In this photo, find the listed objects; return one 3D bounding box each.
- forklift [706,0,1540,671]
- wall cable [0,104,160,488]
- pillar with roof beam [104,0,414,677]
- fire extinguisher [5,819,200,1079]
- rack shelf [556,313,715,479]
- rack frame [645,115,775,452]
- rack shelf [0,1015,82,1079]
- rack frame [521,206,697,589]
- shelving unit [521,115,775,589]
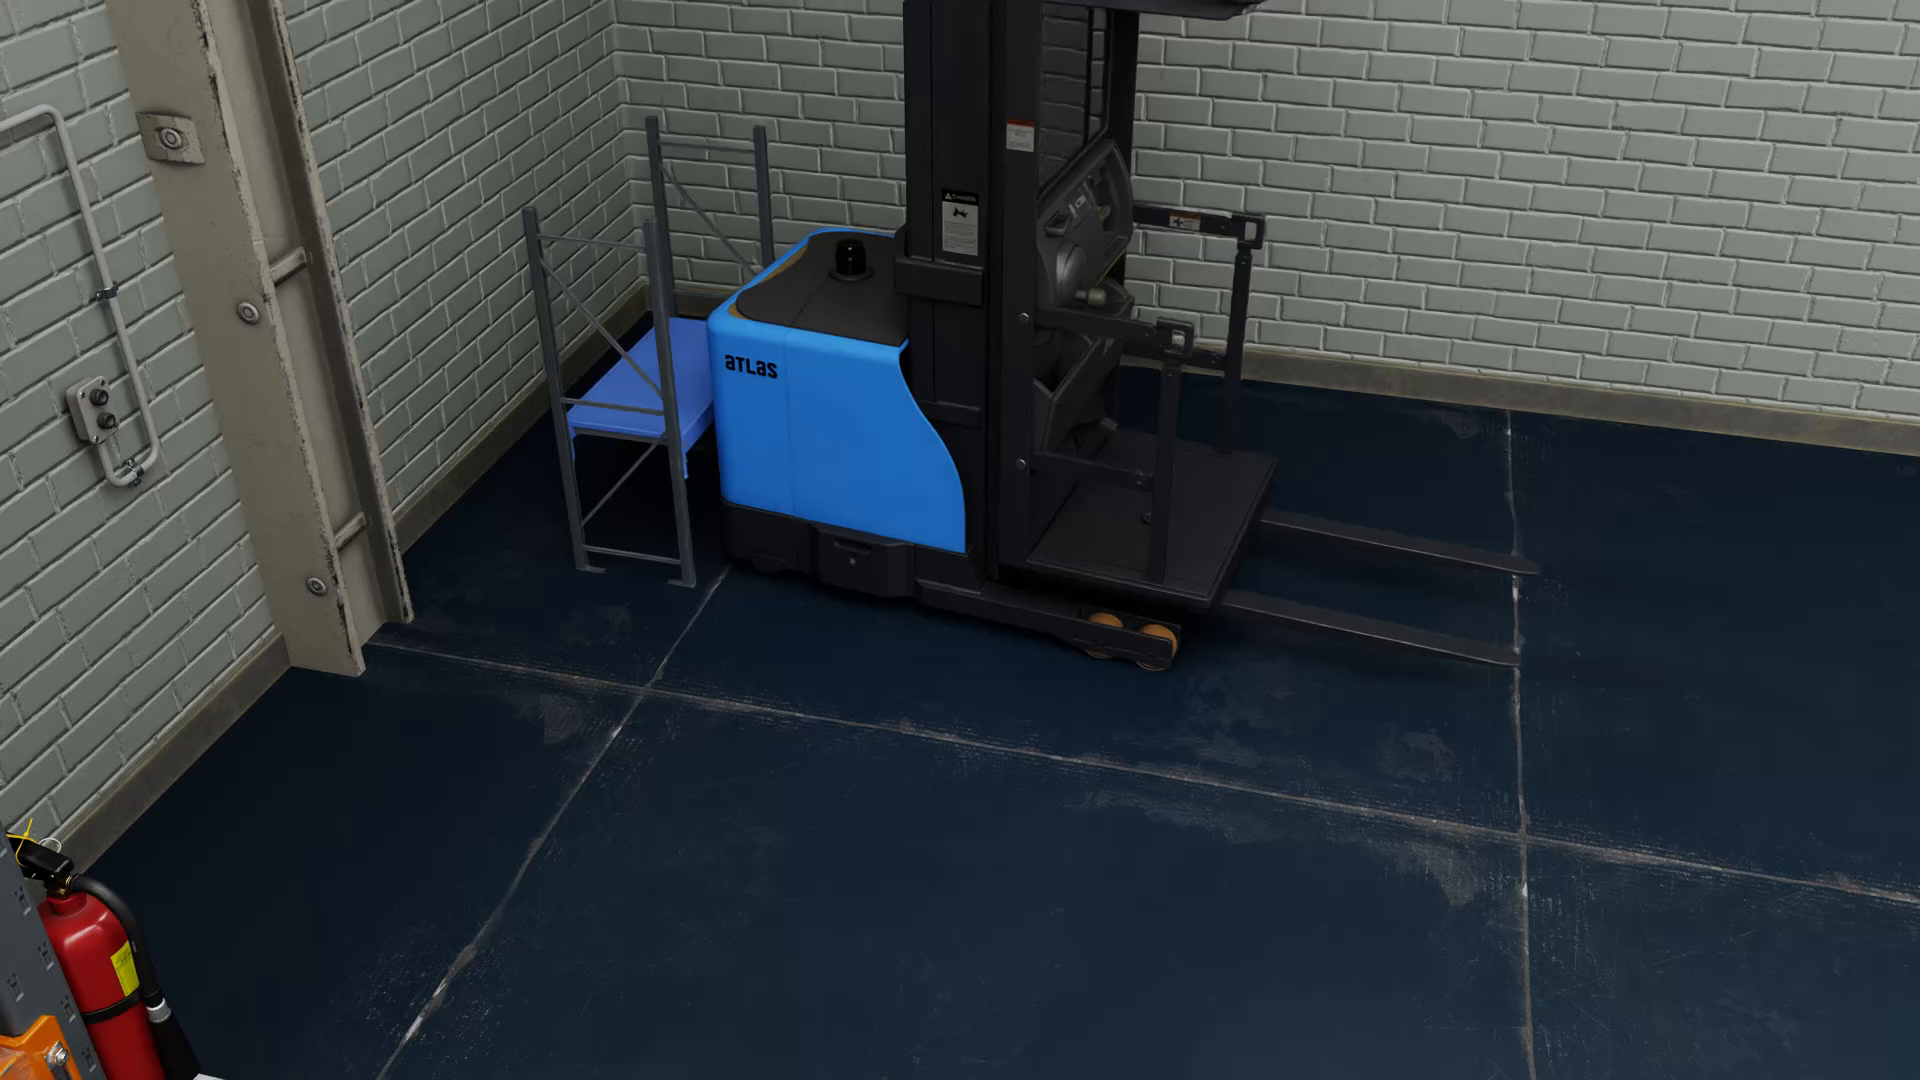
[{"bbox_3d":[0.626,-1.088,5.730,3.031,2.935,1.130,12,34,18],"label":"forklift"},{"bbox_3d":[-2.701,-0.600,3.951,0.084,1.984,1.851,8,33,12],"label":"wall cable"},{"bbox_3d":[1.902,-2.843,2.834,9.100,9.000,0.400,8,33,12],"label":"pillar with roof beam"},{"bbox_3d":[-1.626,0.796,3.121,0.296,0.674,0.183,8,33,12],"label":"fire extinguisher"},{"bbox_3d":[-1.137,-0.598,6.626,0.538,0.185,1.000,8,33,13],"label":"rack shelf"},{"bbox_3d":[-1.001,-1.013,6.943,0.500,1.500,0.032,8,33,13],"label":"rack frame"},{"bbox_3d":[-2.618,1.963,1.536,1.077,0.370,4.000,8,33,12],"label":"rack shelf"},{"bbox_3d":[-1.273,-0.487,6.116,0.500,1.500,0.032,8,33,13],"label":"rack frame"},{"bbox_3d":[-1.137,-0.750,6.530,0.538,1.500,1.048,8,33,13],"label":"shelving unit"}]
